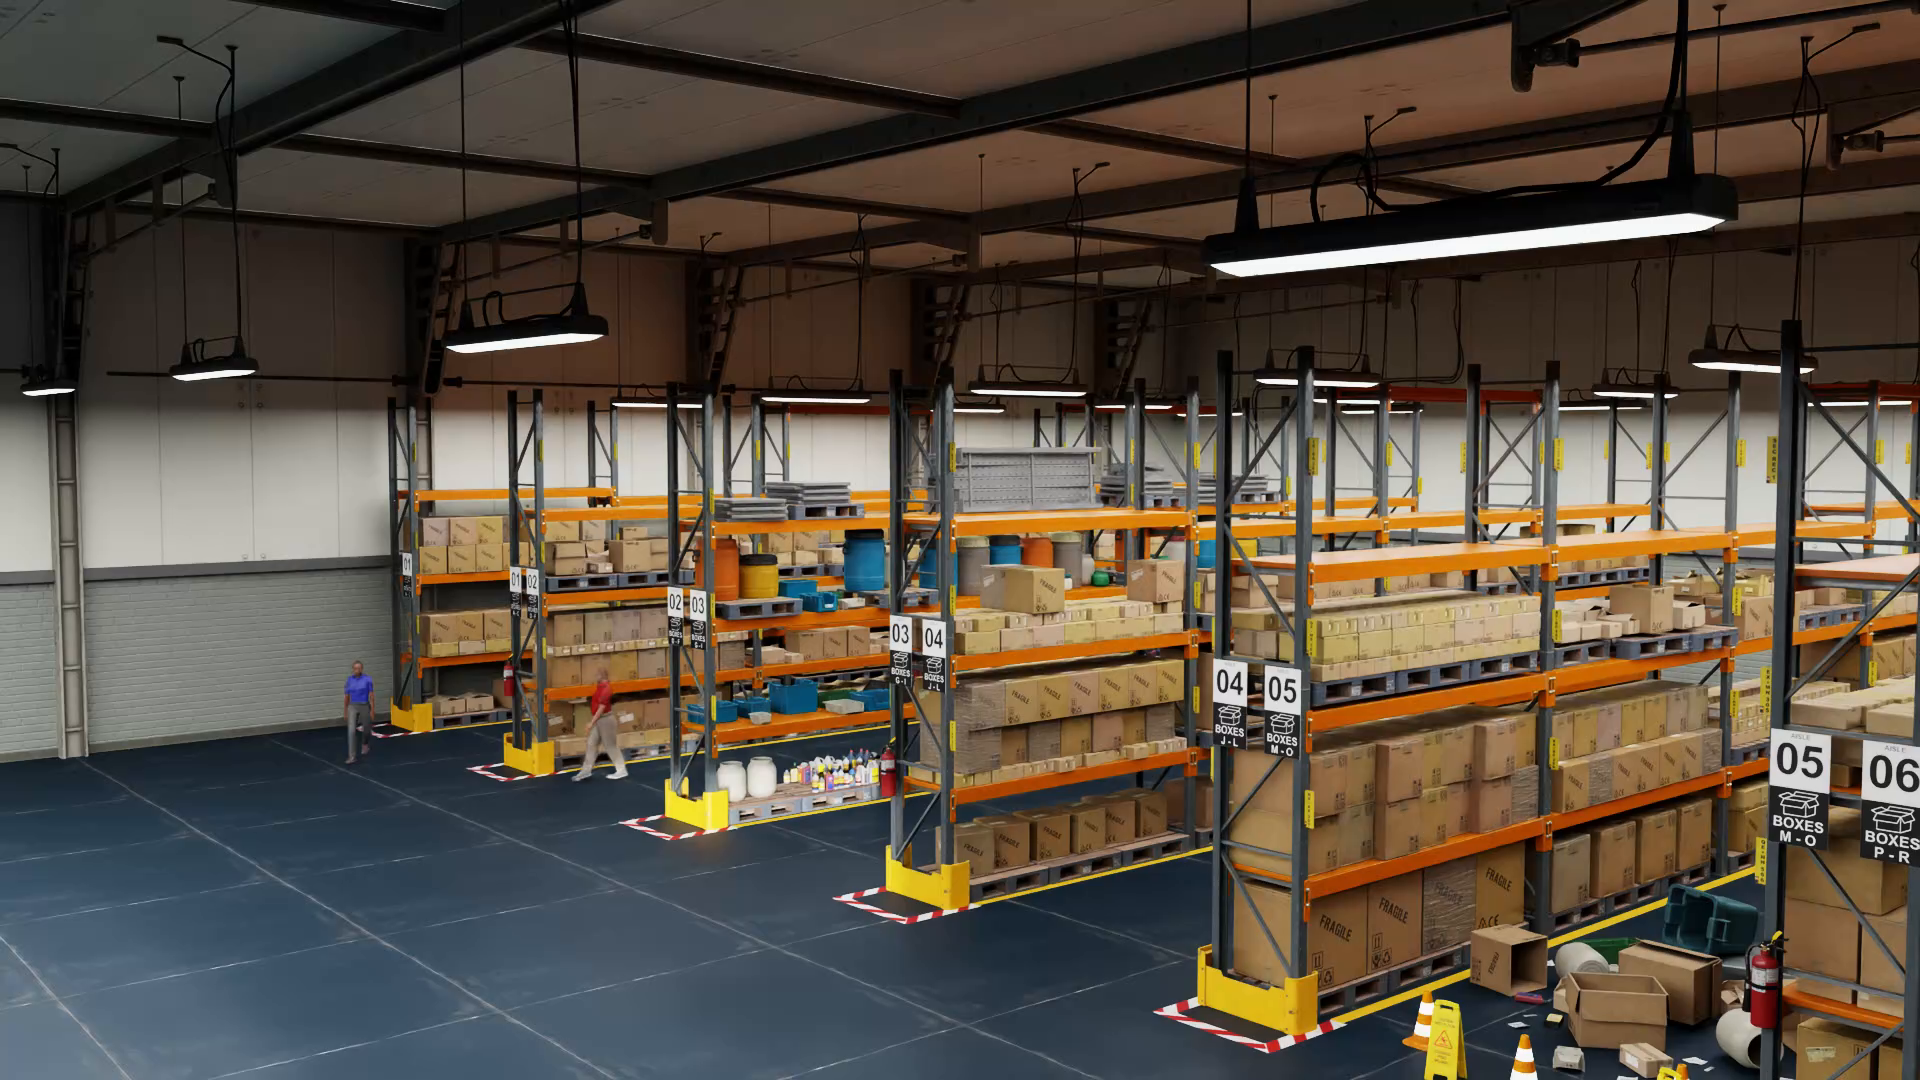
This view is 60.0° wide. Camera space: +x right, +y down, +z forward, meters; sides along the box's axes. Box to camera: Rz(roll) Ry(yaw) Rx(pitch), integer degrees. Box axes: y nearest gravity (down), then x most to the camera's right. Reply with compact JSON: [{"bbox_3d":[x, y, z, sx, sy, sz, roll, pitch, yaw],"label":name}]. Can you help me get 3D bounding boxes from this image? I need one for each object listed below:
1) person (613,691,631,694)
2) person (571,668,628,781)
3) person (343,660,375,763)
[{"bbox_3d":[-5.975,2.633,29.372,0.495,1.639,0.803,2,4,29],"label":"person"},{"bbox_3d":[-5.530,2.822,25.457,0.857,1.725,0.557,-1,4,-19],"label":"person"},{"bbox_3d":[-9.773,2.760,27.054,0.500,1.625,0.841,-1,3,-14],"label":"person"}]
